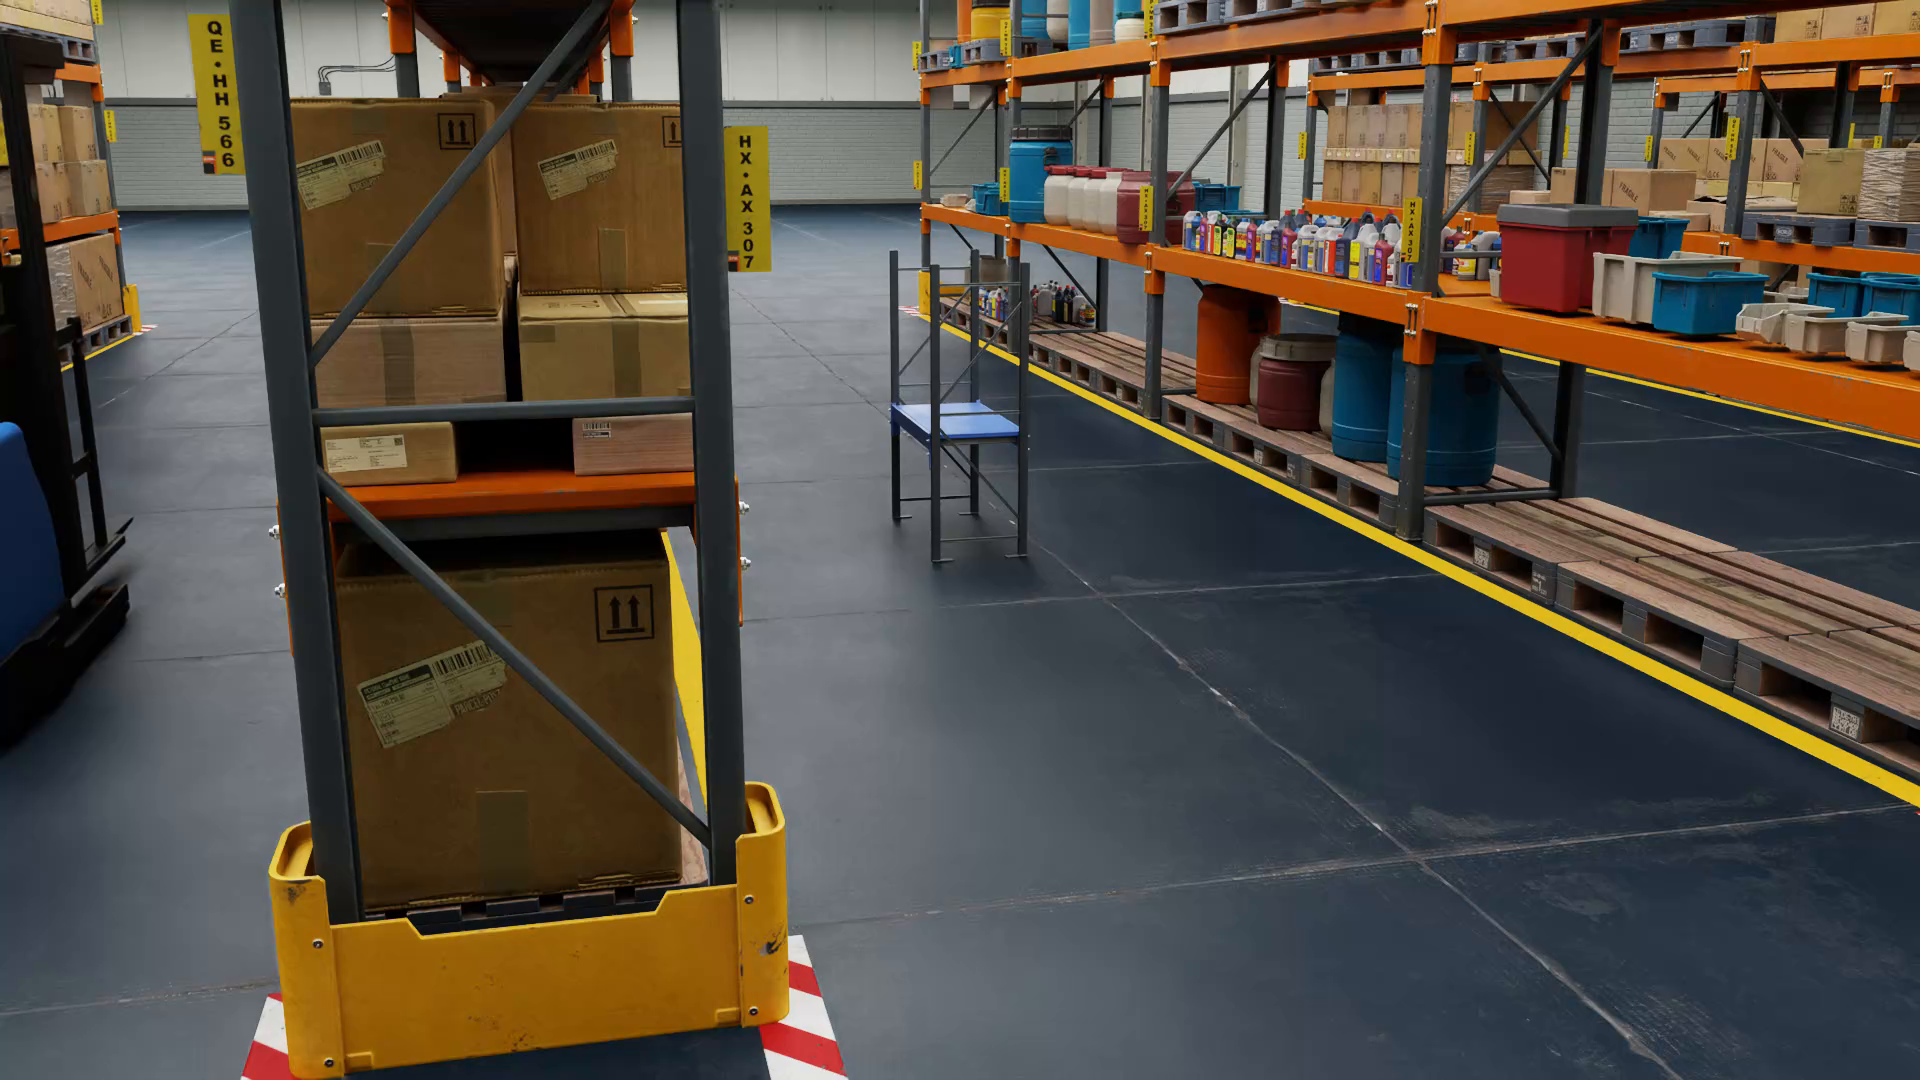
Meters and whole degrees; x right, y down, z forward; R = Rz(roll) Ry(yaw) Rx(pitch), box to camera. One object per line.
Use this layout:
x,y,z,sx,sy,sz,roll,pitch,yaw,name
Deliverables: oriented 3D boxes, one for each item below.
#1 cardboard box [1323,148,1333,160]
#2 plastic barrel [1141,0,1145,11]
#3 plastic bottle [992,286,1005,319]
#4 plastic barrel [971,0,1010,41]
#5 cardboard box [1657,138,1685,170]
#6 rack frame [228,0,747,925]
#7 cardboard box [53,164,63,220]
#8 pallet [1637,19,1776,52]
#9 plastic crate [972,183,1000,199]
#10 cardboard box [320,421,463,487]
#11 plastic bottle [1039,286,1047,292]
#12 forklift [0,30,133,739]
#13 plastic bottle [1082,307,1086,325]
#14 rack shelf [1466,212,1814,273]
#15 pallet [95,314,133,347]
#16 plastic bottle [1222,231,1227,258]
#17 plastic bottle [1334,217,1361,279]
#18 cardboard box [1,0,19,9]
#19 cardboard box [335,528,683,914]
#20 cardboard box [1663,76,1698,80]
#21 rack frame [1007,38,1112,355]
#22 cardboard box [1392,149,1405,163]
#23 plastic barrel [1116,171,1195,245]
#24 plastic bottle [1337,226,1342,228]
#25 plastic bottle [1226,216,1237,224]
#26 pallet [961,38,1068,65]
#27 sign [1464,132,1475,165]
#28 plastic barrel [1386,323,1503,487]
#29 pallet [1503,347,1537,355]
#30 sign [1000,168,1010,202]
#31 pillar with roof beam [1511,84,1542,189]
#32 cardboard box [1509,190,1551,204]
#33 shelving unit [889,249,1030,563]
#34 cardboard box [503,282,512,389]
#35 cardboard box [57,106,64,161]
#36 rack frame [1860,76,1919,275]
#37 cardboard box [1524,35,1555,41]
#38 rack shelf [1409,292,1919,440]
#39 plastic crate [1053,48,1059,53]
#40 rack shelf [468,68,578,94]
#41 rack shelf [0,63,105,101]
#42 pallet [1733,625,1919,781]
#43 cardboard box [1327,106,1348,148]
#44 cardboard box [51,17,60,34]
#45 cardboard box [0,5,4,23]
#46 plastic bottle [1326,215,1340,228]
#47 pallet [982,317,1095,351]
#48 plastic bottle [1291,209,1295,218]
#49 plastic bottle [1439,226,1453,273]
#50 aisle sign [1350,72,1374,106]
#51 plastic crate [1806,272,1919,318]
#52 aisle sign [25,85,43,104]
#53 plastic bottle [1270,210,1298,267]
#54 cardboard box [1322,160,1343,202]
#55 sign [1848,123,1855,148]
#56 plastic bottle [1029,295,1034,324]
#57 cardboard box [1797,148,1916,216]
4.731,-4.790,20.636,0.380,0.149,0.250,-3,14,-14,cardboard box
1.776,-4.427,13.500,0.600,0.830,0.708,-3,14,-13,plastic barrel
0.419,-2.509,17.532,0.144,0.351,0.185,-3,14,-14,plastic bottle
0.423,-5.751,18.543,0.600,0.588,0.600,0,14,0,plastic barrel
9.482,-4.980,21.686,0.500,0.500,0.500,-3,14,-13,cardboard box
-1.025,-0.287,3.780,1.000,3.000,0.127,-3,14,-13,rack frame
-9.171,-3.333,15.932,0.875,0.550,0.500,-3,14,-13,cardboard box
6.480,-4.201,13.878,1.213,0.211,1.003,-3,14,-11,pallet
0.441,-4.083,19.632,0.499,0.251,0.616,-3,14,-13,plastic crate
-1.428,-0.228,4.071,0.380,0.149,0.250,-3,14,-12,cardboard box
0.955,-2.654,18.280,0.152,0.276,0.135,-4,14,-15,plastic bottle
-4.191,-0.963,6.693,1.130,2.935,3.031,-3,14,-14,forklift
1.299,-2.307,17.018,0.097,0.201,0.097,0,14,0,plastic bottle
6.257,-2.795,15.565,1.077,0.370,4.000,-3,14,-13,rack shelf
-9.363,-2.190,17.446,1.003,0.211,1.213,-3,14,-13,pallet
1.839,-2.028,11.327,0.097,0.201,0.097,0,14,0,plastic bottle
2.273,-1.698,9.661,0.144,0.351,0.185,-3,14,-13,plastic bottle
-8.650,-4.828,14.642,0.500,0.250,0.500,-3,14,-14,cardboard box
-1.253,0.398,4.569,0.875,0.875,0.875,-3,14,-13,cardboard box
9.498,-6.230,21.536,0.500,0.500,0.500,-3,14,-12,cardboard box
0.972,-3.331,16.241,1.000,3.000,0.127,-3,14,-13,rack frame
5.153,-4.375,18.936,0.380,0.149,0.250,-3,14,-11,cardboard box
1.508,-2.565,12.817,0.600,0.536,0.708,-3,14,-13,plastic barrel
2.599,-2.049,11.413,0.097,0.201,0.097,0,14,0,plastic bottle
1.867,-2.096,11.458,0.097,0.271,0.097,0,14,0,plastic bottle
0.707,-4.857,16.567,1.213,0.211,1.003,-3,14,-13,pallet
5.248,-4.034,17.128,0.100,0.325,0.005,-3,14,-13,sign
2.739,-0.797,9.404,0.600,0.901,0.708,-3,14,-13,plastic barrel
5.998,-2.084,17.012,1.003,0.211,1.213,-3,14,-13,pallet
0.434,-3.437,16.093,0.100,0.325,0.005,-3,14,-13,sign
5.074,-8.751,25.786,9.100,9.000,0.400,-3,14,-13,pillar with roof beam
5.945,-3.422,16.931,0.500,0.250,0.500,-2,14,-10,cardboard box
-0.020,-0.748,8.830,0.538,1.500,1.048,-3,14,-13,shelving unit
-1.515,-0.572,4.639,0.500,0.250,0.500,-4,14,-14,cardboard box
-9.359,-3.976,16.289,0.875,0.550,0.550,-3,14,-13,cardboard box
10.602,-3.883,18.502,1.000,3.000,0.127,-3,14,-13,rack frame
5.923,-5.052,16.396,0.500,0.250,0.500,-2,14,-7,cardboard box
3.320,-0.675,6.884,1.077,0.370,4.000,-3,14,-13,rack shelf
0.866,-5.064,17.462,0.336,0.188,0.450,-3,14,-13,plastic crate
-4.313,-4.624,16.729,1.077,0.370,4.000,-3,14,-13,rack shelf
-9.158,-4.371,15.693,1.077,0.370,4.000,-3,14,-13,rack shelf
3.634,0.599,6.029,1.003,0.211,1.213,-3,14,-13,pallet
4.958,-5.087,20.485,0.700,0.500,0.500,-3,14,-13,cardboard box
-8.922,-4.961,16.028,0.380,0.149,0.250,-3,14,-13,cardboard box
-8.506,-4.552,14.353,0.380,0.149,0.250,-3,14,-13,cardboard box
2.576,-2.106,11.496,0.097,0.271,0.097,0,14,0,plastic bottle
0.854,-2.134,17.216,1.003,0.211,1.213,-3,14,-13,pallet
2.421,-2.282,12.193,0.061,0.283,0.133,-3,14,-13,plastic bottle
2.895,-1.767,10.100,0.152,0.276,0.135,-3,14,-13,plastic bottle
5.118,-5.823,20.965,0.394,0.787,0.004,-3,14,-13,aisle sign
3.672,-0.959,6.758,0.416,0.233,0.300,-3,14,-13,plastic crate
-9.935,-4.987,17.542,0.394,0.787,0.004,-3,14,-13,aisle sign
2.058,-1.910,10.527,0.144,0.351,0.185,-3,14,-13,plastic bottle
4.945,-4.469,20.689,0.700,0.500,0.500,-3,14,-13,cardboard box
7.252,-3.240,13.596,0.100,0.325,0.005,-3,14,-13,sign
0.680,-2.399,17.079,0.144,0.351,0.185,-3,14,-13,plastic bottle
6.984,-2.797,12.960,0.700,0.500,0.500,-9,16,-32,cardboard box
